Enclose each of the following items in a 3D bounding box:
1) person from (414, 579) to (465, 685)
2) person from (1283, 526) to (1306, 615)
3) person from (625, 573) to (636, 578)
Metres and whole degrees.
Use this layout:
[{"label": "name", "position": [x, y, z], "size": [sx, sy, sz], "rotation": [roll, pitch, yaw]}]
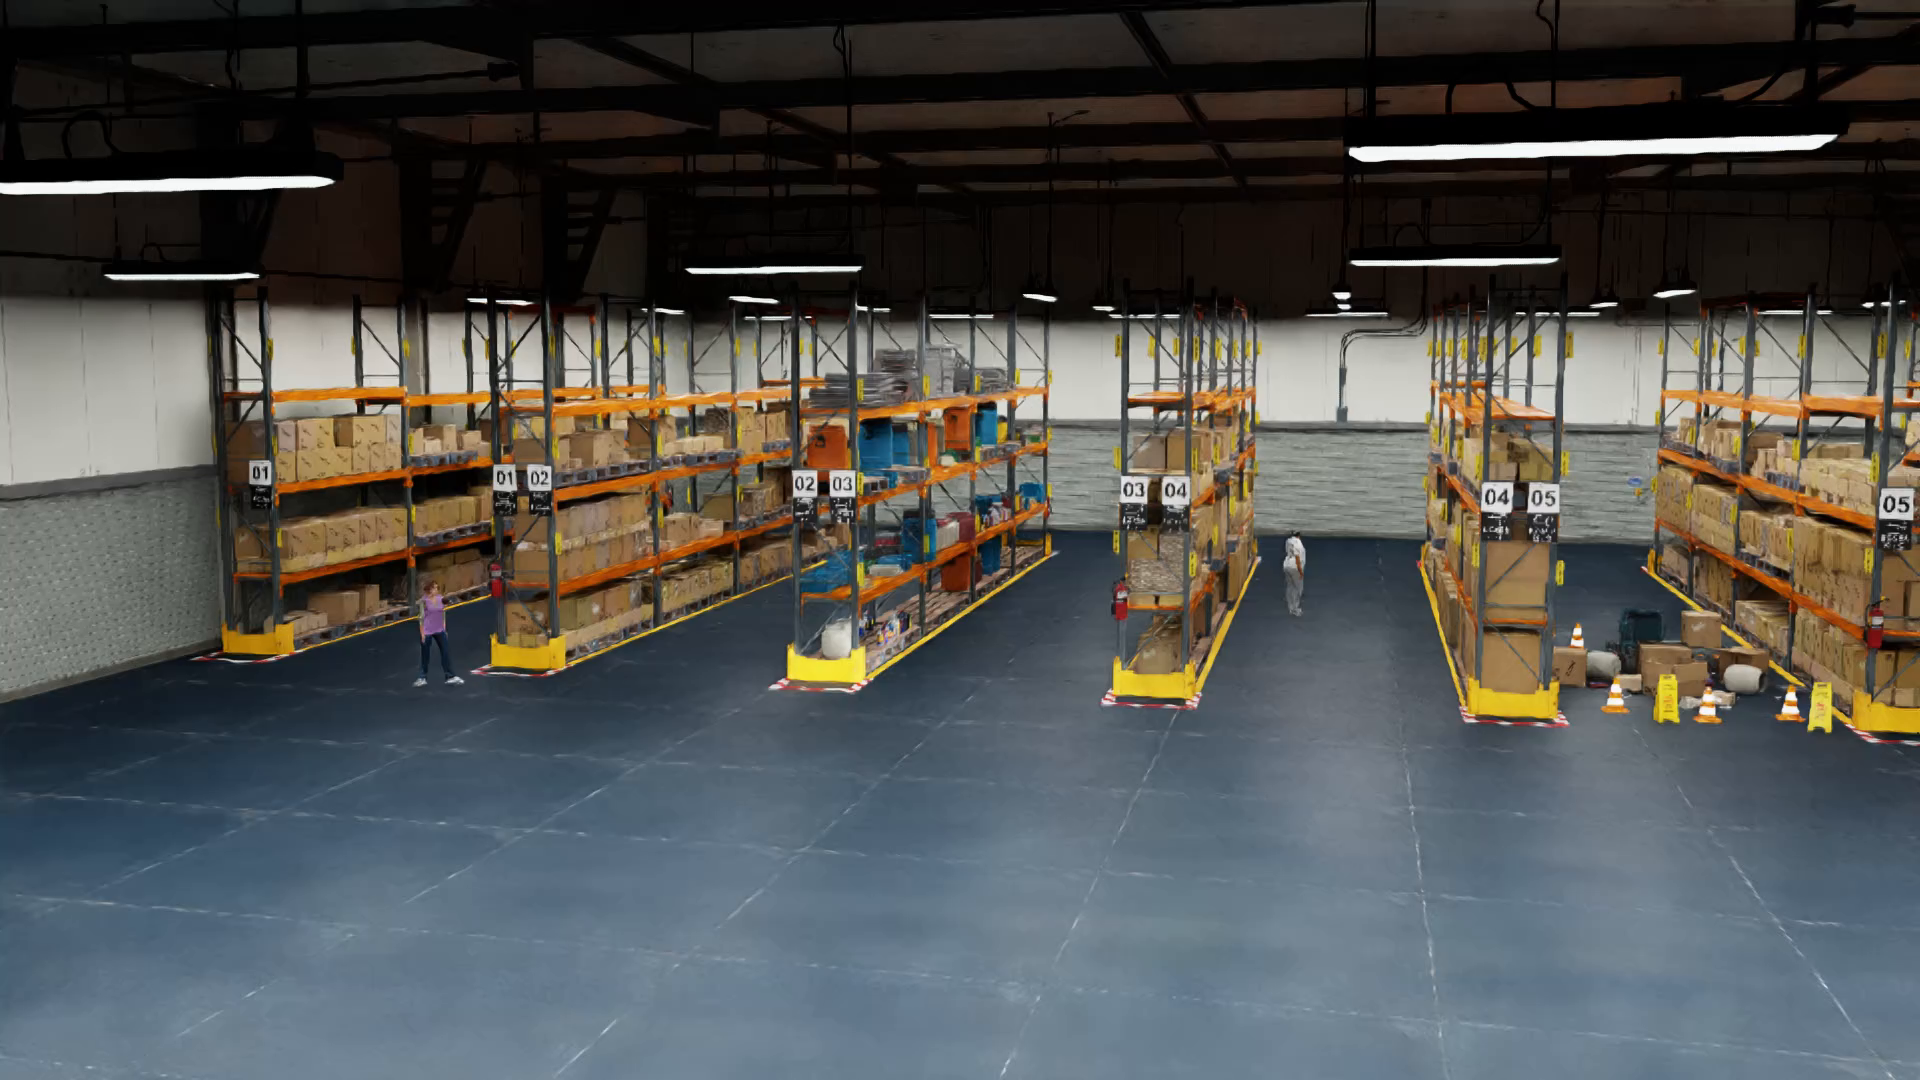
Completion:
[{"label": "person", "position": [-7.796, 1.371, 24.730], "size": [0.638, 1.580, 0.528], "rotation": [-6, 9, -41]}, {"label": "person", "position": [6.351, 0.592, 31.521], "size": [0.404, 1.727, 0.549], "rotation": [-1, 7, -12]}, {"label": "person", "position": [-7.306, 0.006, 36.281], "size": [0.448, 1.652, 0.573], "rotation": [-1, 7, -11]}]
